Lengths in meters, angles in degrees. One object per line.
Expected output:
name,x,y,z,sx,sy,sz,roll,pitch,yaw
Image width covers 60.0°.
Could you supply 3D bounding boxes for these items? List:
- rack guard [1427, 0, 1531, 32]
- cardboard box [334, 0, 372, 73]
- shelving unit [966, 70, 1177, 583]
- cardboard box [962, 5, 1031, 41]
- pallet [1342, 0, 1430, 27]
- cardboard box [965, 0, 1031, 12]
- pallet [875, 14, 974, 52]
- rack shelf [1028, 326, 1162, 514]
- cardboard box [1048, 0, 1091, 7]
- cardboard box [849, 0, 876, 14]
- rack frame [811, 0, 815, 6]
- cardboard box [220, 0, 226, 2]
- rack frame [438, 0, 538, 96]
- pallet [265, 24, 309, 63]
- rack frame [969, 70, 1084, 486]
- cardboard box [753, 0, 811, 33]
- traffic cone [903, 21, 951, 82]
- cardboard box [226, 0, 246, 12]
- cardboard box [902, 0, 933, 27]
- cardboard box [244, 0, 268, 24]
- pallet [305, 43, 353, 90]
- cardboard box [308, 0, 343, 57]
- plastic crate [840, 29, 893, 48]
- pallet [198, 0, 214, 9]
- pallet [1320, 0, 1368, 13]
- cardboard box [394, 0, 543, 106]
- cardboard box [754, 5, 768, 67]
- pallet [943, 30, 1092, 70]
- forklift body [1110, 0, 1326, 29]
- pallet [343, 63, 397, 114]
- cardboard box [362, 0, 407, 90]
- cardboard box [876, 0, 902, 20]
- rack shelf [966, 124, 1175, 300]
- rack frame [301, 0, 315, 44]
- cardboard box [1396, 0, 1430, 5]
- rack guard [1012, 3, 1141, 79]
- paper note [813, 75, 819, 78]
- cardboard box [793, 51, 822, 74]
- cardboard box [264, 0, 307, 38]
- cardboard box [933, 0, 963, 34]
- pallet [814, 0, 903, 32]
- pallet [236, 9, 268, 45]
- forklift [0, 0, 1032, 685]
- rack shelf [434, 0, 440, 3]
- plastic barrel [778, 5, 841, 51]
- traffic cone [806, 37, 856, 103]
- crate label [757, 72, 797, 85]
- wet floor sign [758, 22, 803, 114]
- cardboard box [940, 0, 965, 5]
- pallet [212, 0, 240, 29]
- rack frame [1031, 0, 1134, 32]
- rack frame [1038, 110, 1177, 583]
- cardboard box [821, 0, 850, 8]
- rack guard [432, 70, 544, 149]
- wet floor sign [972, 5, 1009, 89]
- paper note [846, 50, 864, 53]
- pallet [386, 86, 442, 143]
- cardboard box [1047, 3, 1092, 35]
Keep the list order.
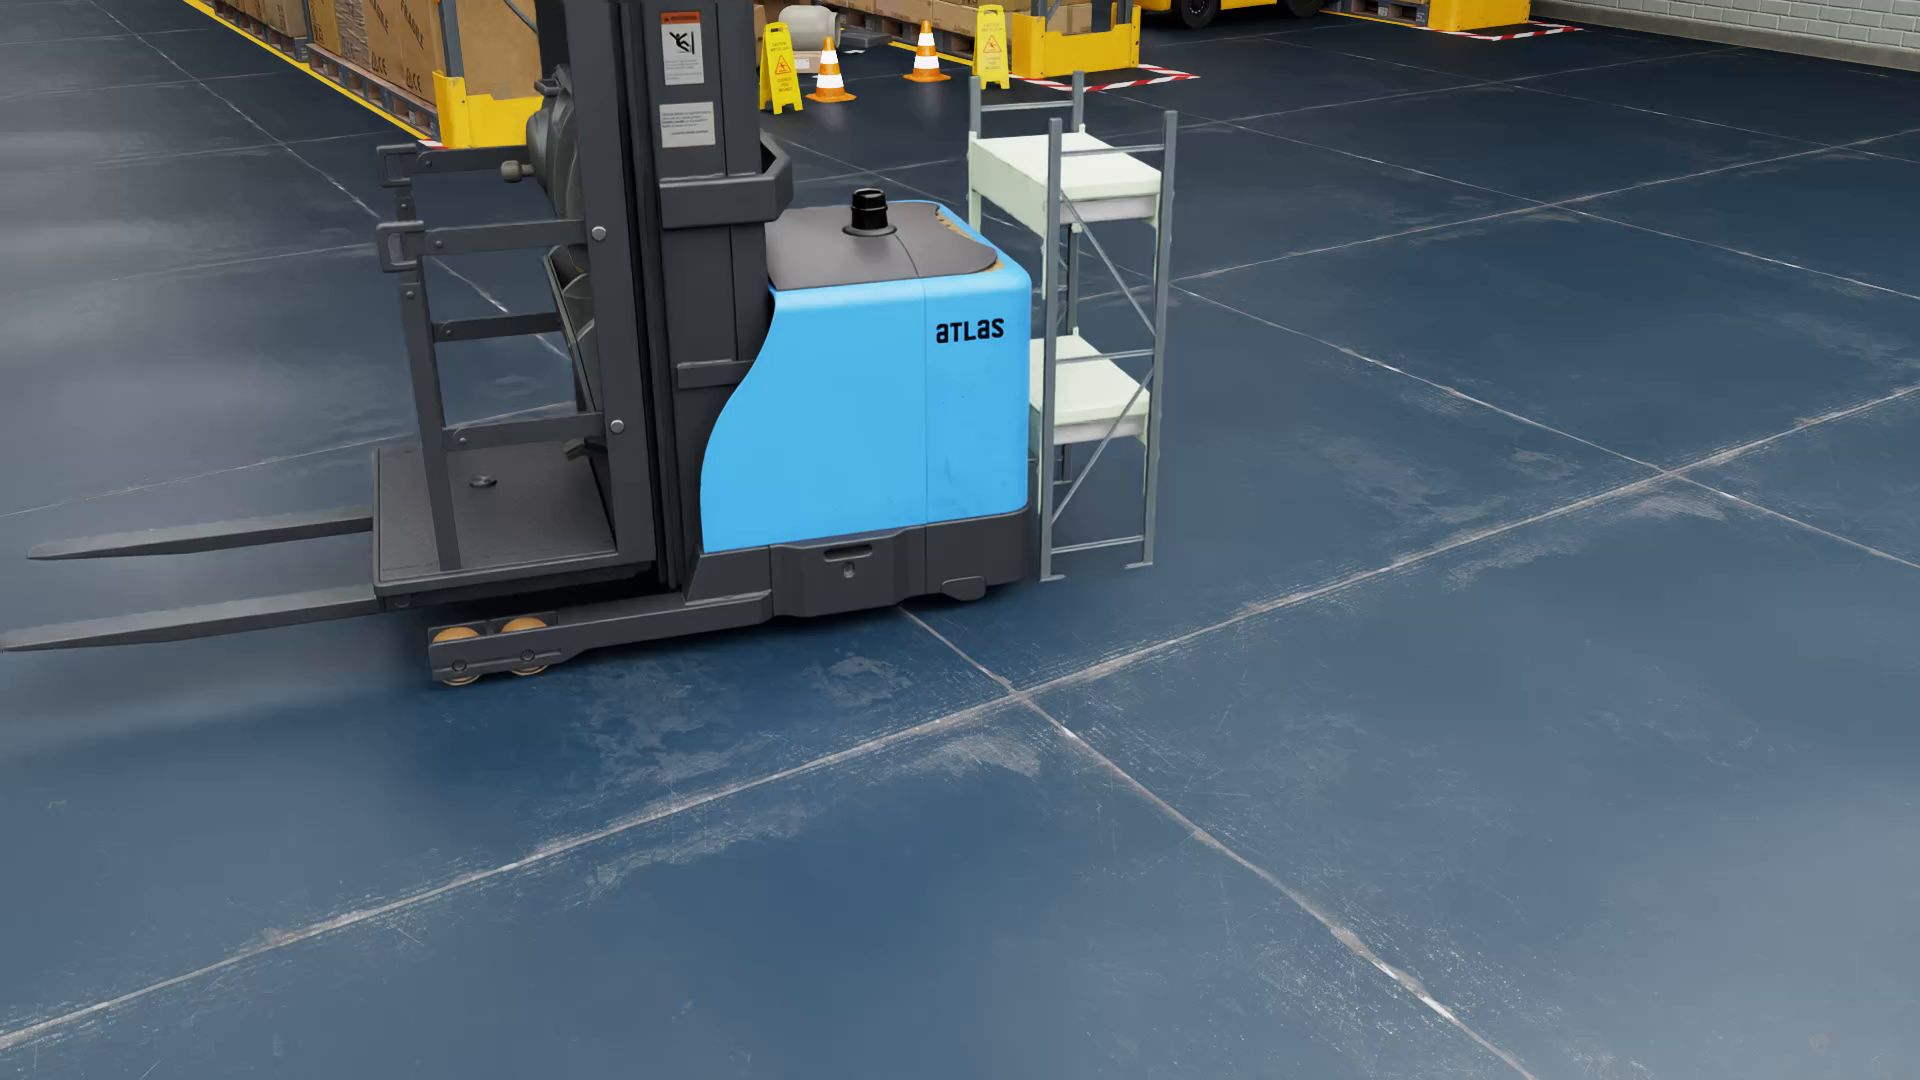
rack guard,5.209,-5.402,16.607,1.175,0.500,0.348,-16,29,-30
cardboard box,-4.457,-4.290,13.321,0.875,0.875,0.875,-15,29,-29
shelving unit,0.337,-0.718,5.514,0.431,1.500,0.755,-8,26,-16
cardboard box,0.359,-4.564,14.634,0.500,0.250,0.500,-16,29,-30
pallet,4.743,-5.544,17.246,1.003,0.211,1.213,-16,29,-30
cardboard box,0.383,-4.894,14.454,0.500,0.500,0.500,-15,29,-29
pallet,-0.079,-4.884,15.848,1.003,0.211,1.213,-16,29,-30
rack shelf,0.337,-0.423,5.653,0.431,0.370,0.720,-8,26,-16
cardboard box,0.817,-5.030,14.741,0.500,0.500,0.500,-17,30,-31
cardboard box,-0.748,-5.298,16.187,0.500,0.250,0.500,-14,29,-27
rack frame,-1.145,-6.813,16.669,1.000,3.000,0.127,-16,29,-30
cardboard box,-7.164,-5.988,17.065,1.050,0.750,0.750,-16,30,-30
rack frame,-3.053,-4.193,11.118,1.000,3.000,0.127,-16,29,-30
pallet,-5.721,-4.621,15.292,1.003,0.211,1.213,-16,29,-30
rack frame,0.222,-0.866,5.828,0.400,1.500,0.023,-8,26,-16
cardboard box,-1.700,-4.984,15.719,0.500,0.500,0.500,3,25,6
traffic cone,-0.277,-4.089,13.869,0.336,0.463,0.334,-16,29,-30
cardboard box,-6.684,-5.676,16.404,1.050,0.750,0.750,-15,29,-29
cardboard box,-0.194,-4.929,15.406,0.500,0.250,0.500,-17,30,-31
cardboard box,-6.175,-5.343,15.698,1.050,0.750,0.750,-16,29,-30
pallet,-4.888,-4.072,14.130,1.003,0.211,1.213,-16,29,-30
cardboard box,-4.952,-4.612,14.002,0.875,0.875,0.875,-15,29,-29
plastic crate,-0.975,-4.740,15.698,0.583,0.080,0.402,18,31,33
pallet,-7.846,-6.073,18.368,1.003,0.211,1.213,-16,29,-30
pallet,4.081,-5.980,18.169,1.003,0.211,1.213,-16,29,-30
cardboard box,-3.479,-3.649,11.963,0.875,0.875,0.875,-15,29,-29
cardboard box,-2.041,-4.292,14.252,0.637,0.503,0.797,7,26,15
pallet,0.583,-4.448,14.924,1.003,0.211,1.213,-16,29,-30
forklift body,2.632,-6.410,16.809,2.313,2.155,1.214,-16,29,-30
pallet,-4.217,-3.636,13.204,1.003,0.211,1.213,-16,29,-30
cardboard box,-3.961,-3.963,12.629,0.875,0.875,0.875,-16,30,-30
cardboard box,-0.456,-5.109,15.787,0.500,0.250,0.500,-16,30,-30
rack shelf,0.337,-1.071,5.347,0.431,0.370,0.720,-8,26,-16
rack frame,-5.237,-5.624,14.149,1.000,3.000,0.127,-16,29,-30
cardboard box,4.674,-5.582,16.789,0.500,0.250,0.500,-15,29,-29
rack guard,0.997,-4.280,14.230,1.175,0.500,0.348,-16,29,-30
paper note,-1.145,-3.914,14.006,0.142,0.019,0.148,18,31,33
cardboard box,-1.369,-4.091,14.242,0.380,0.149,0.250,-1,25,-3
cardboard box,-5.651,-4.997,14.966,1.050,0.750,0.750,-16,29,-30
cardboard box,0.096,-4.743,15.012,0.500,0.250,0.500,-15,29,-29
pallet,-0.749,-5.320,16.773,1.003,0.211,1.213,-16,29,-30
pallet,-6.392,-5.058,16.217,1.003,0.211,1.213,-16,29,-30
forklift,-1.347,-1.154,4.762,3.031,2.935,1.130,-8,26,-16
rack shelf,-4.145,-4.583,12.787,1.077,0.370,4.000,-16,29,-30
plastic barrel,-1.357,-4.604,15.006,0.512,0.421,0.421,3,25,6
traffic cone,-1.021,-3.708,13.064,0.336,0.463,0.334,-16,29,-30
crate label,-1.502,-3.828,13.698,0.298,0.136,0.250,12,28,24
wet floor sign,-1.379,-3.579,12.576,0.267,0.644,0.232,-22,33,-38
cardboard box,0.095,-5.080,14.848,0.500,0.500,0.500,-14,29,-28
pallet,-7.053,-5.494,17.140,1.003,0.211,1.213,-16,29,-30
rack frame,1.039,-5.383,13.639,1.000,3.000,0.127,-16,29,-30
rack frame,0.451,-0.569,5.199,0.400,1.500,0.023,-8,26,-16
cardboard box,-1.049,-5.486,16.586,0.500,0.250,0.500,-17,30,-32
rack guard,-3.040,-3.054,11.634,1.175,0.500,0.348,-16,29,-30
wet floor sign,0.246,-4.001,13.469,0.267,0.644,0.232,-6,26,-12
paper note,-0.955,-4.459,15.160,0.148,0.019,0.142,18,31,33
pallet,-3.556,-3.200,12.281,1.003,0.211,1.213,-16,29,-30
cardboard box,0.830,-4.682,14.884,0.500,0.250,0.500,-16,30,-30
